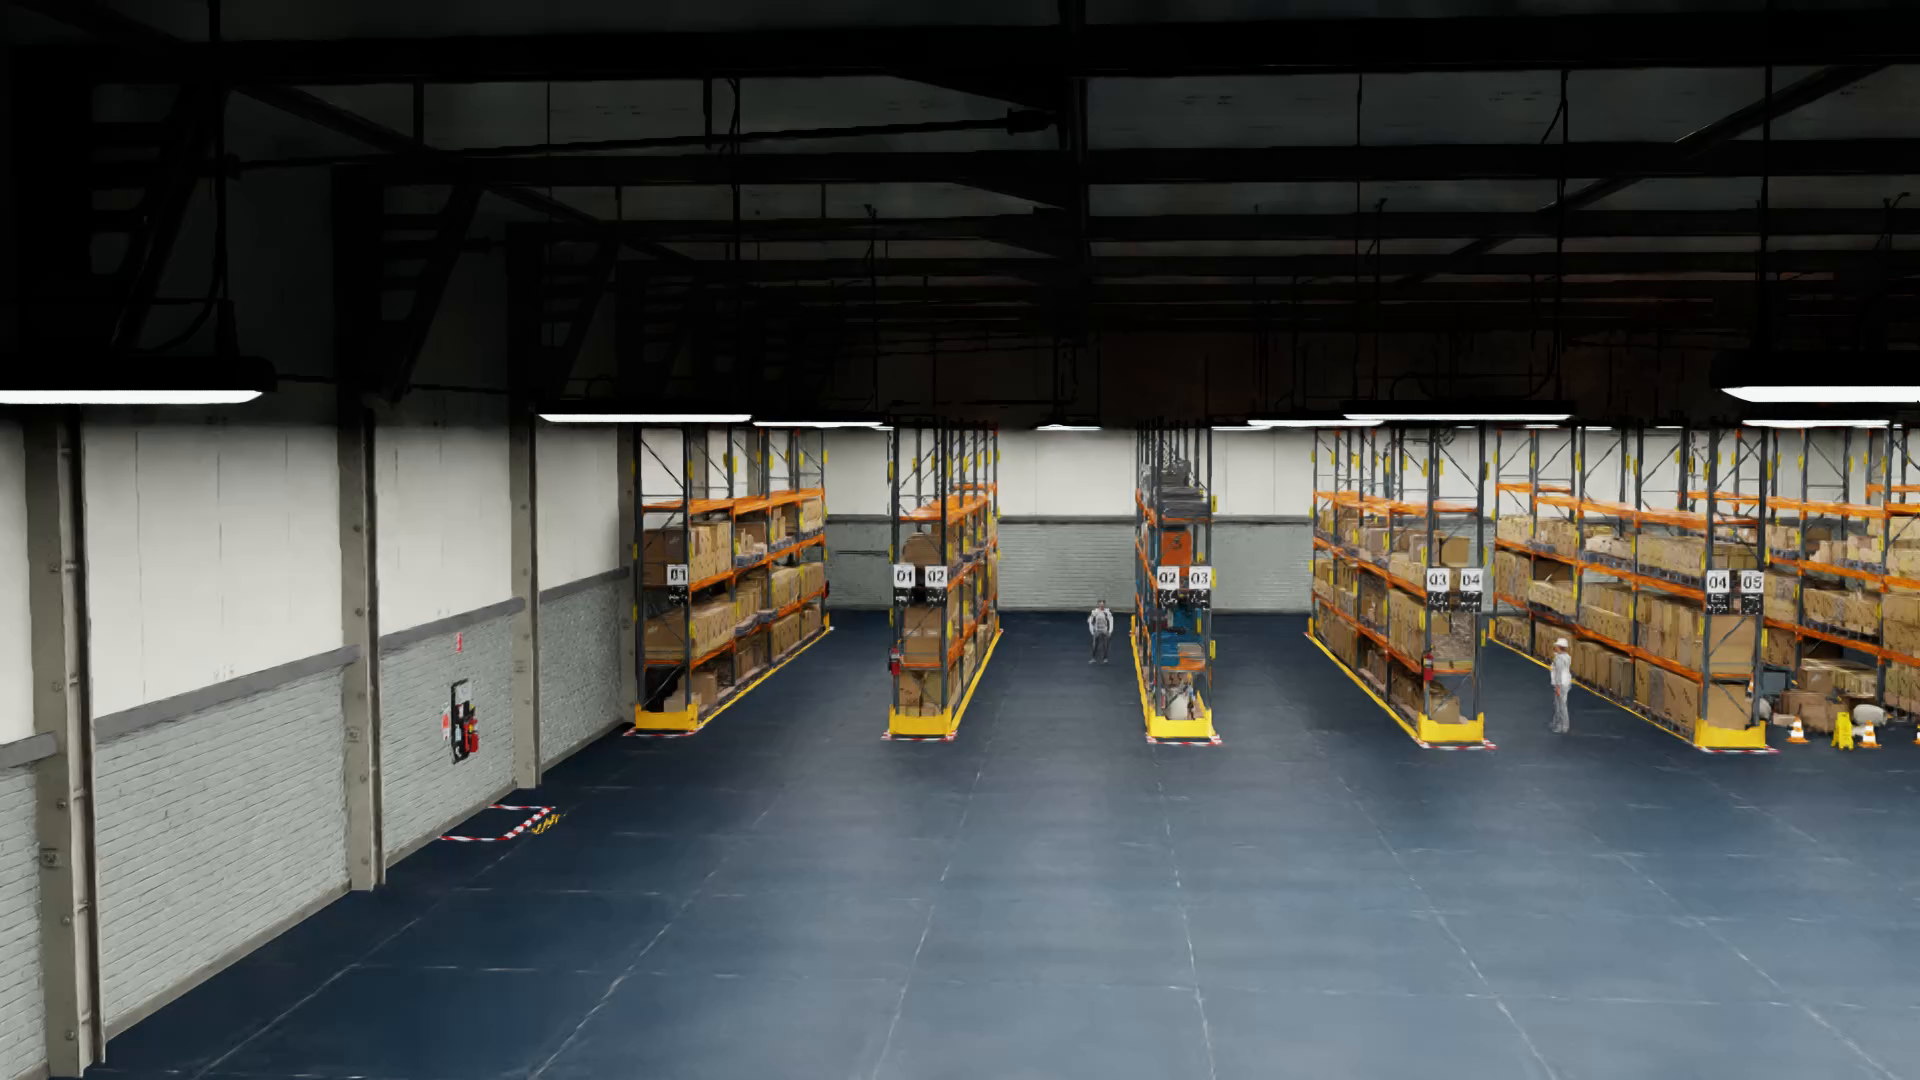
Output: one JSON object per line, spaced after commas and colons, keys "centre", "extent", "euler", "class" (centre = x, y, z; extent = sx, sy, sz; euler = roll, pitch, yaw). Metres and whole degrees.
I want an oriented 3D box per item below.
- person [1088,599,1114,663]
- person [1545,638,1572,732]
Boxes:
{"centre": [3.476, 2.237, 41.035], "extent": [0.639, 1.632, 0.512], "euler": [0, 4, 3], "class": "person"}
{"centre": [11.424, 2.751, 31.743], "extent": [0.494, 1.775, 0.578], "euler": [3, 4, 34], "class": "person"}
